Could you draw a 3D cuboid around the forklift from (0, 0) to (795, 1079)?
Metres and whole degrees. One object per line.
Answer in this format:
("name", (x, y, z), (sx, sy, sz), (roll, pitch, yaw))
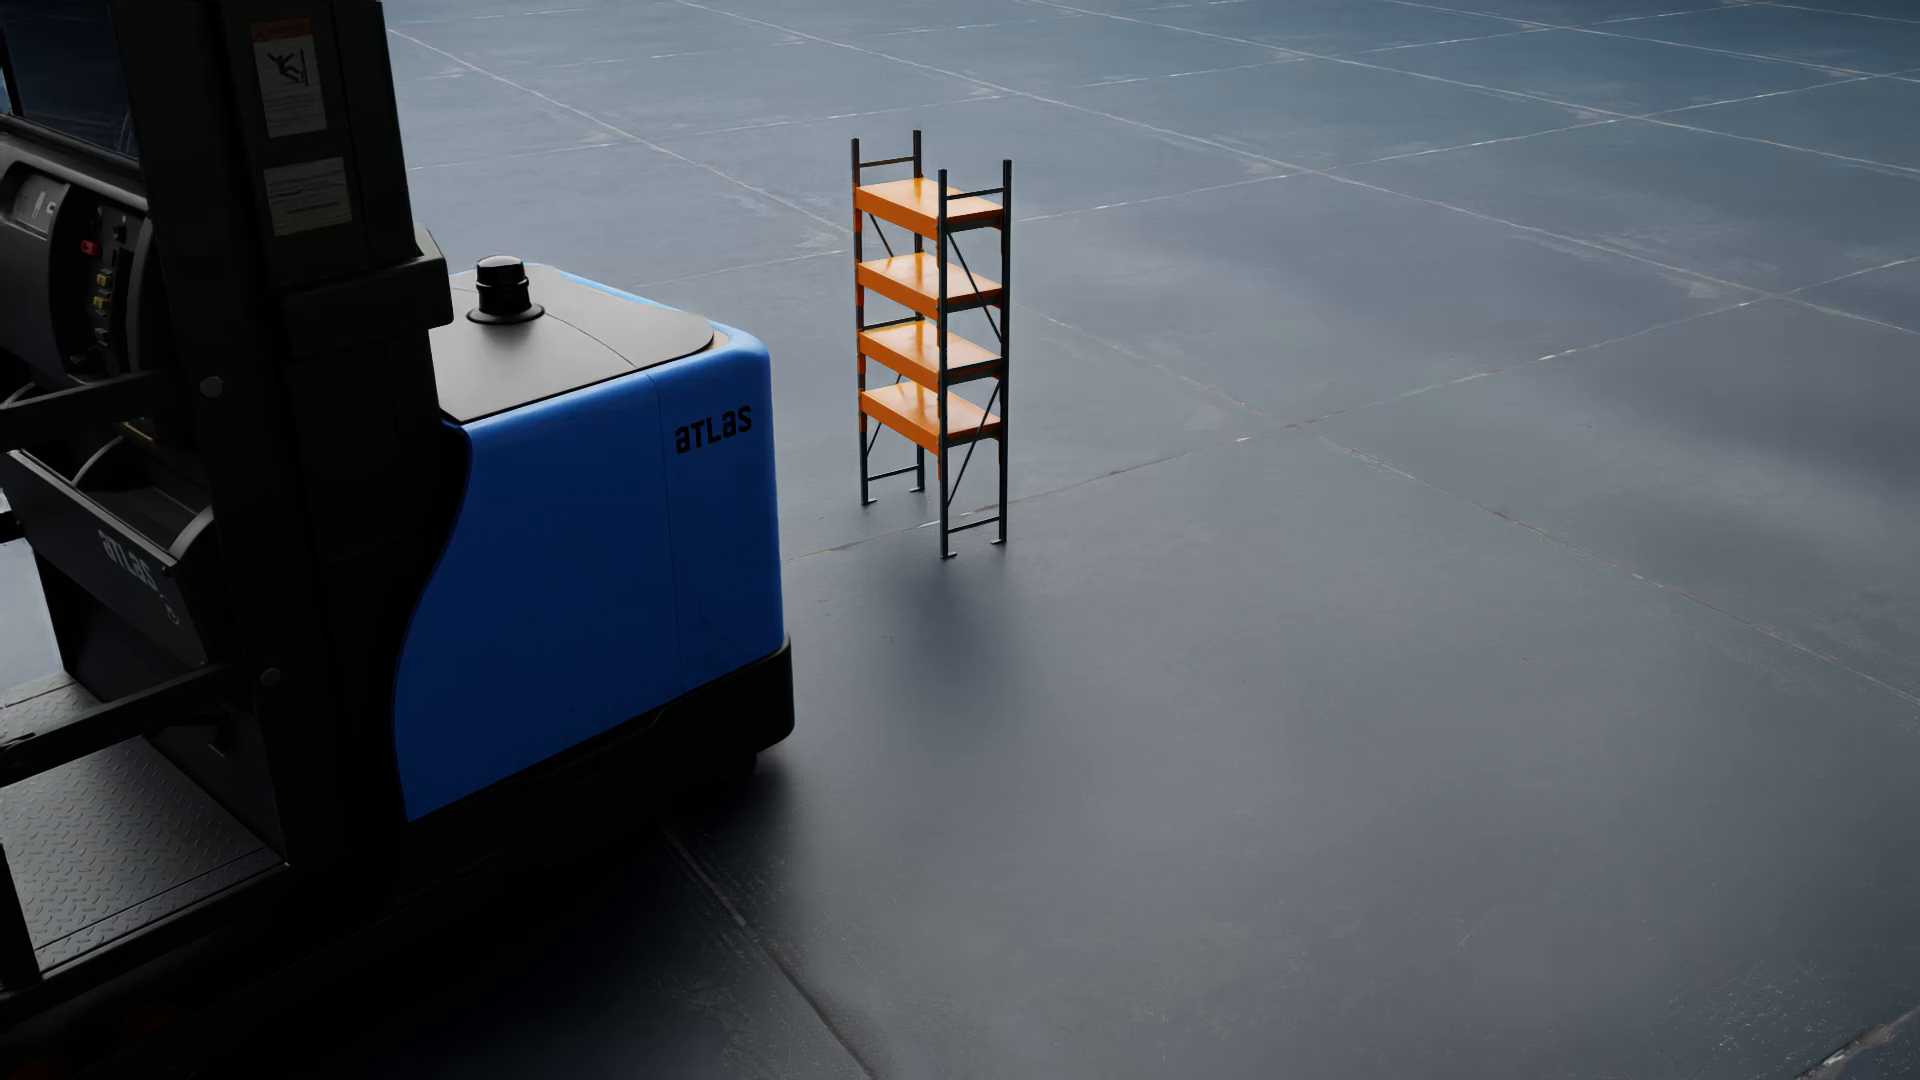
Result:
("forklift", (-1.785, -0.486, 2.846), (1.130, 2.935, 3.031), (22, 33, 38))

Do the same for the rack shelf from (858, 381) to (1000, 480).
("rack shelf", (-0.090, -0.361, 5.233), (0.258, 0.148, 0.480), (-16, 29, -30))

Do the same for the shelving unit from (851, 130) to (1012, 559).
("shelving unit", (-0.090, -0.602, 5.119), (0.258, 1.200, 0.503), (-16, 29, -30))

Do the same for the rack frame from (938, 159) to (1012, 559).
("rack frame", (0.043, -0.515, 4.934), (0.240, 1.200, 0.015), (-16, 29, -30))

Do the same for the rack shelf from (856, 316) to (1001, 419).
("rack shelf", (-0.090, -0.541, 5.148), (0.258, 0.148, 0.480), (-16, 29, -30))

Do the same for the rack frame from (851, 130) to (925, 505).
("rack frame", (-0.224, -0.689, 5.304), (0.240, 1.200, 0.015), (-16, 29, -30))

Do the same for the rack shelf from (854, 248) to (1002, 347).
("rack shelf", (-0.090, -0.743, 5.053), (0.258, 0.148, 0.480), (-16, 29, -30))

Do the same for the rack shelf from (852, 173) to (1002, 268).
("rack shelf", (-0.090, -0.957, 4.952), (0.258, 0.148, 0.480), (-16, 29, -30))
